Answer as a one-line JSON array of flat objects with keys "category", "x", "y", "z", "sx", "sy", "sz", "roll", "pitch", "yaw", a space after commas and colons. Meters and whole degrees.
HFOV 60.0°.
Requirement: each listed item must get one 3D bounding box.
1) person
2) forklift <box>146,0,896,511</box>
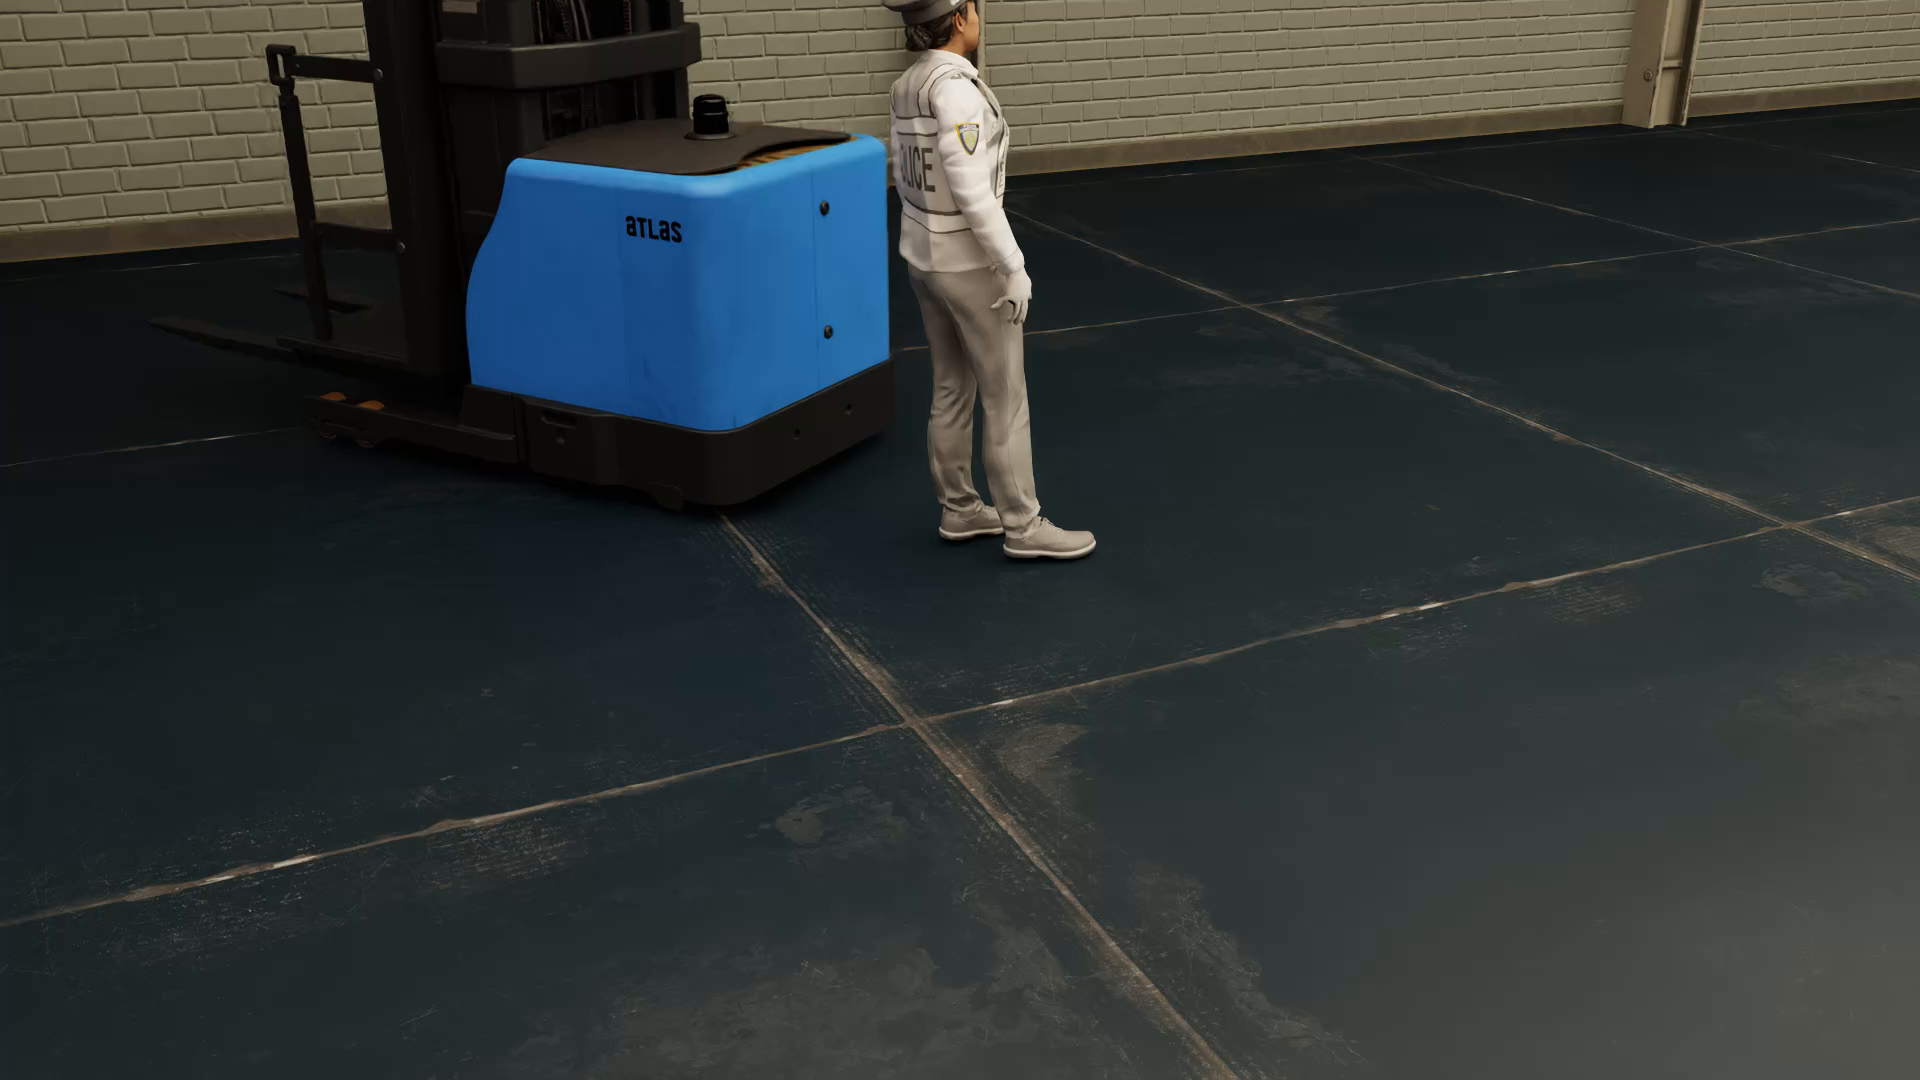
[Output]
[{"category": "person", "x": 0.065, "y": -0.798, "z": 4.800, "sx": 0.530, "sy": 1.694, "sz": 0.586, "roll": -10, "pitch": 25, "yaw": -23}, {"category": "forklift", "x": -1.765, "y": -1.841, "z": 5.719, "sx": 3.031, "sy": 2.935, "sz": 1.130, "roll": 12, "pitch": 26, "yaw": 27}]
